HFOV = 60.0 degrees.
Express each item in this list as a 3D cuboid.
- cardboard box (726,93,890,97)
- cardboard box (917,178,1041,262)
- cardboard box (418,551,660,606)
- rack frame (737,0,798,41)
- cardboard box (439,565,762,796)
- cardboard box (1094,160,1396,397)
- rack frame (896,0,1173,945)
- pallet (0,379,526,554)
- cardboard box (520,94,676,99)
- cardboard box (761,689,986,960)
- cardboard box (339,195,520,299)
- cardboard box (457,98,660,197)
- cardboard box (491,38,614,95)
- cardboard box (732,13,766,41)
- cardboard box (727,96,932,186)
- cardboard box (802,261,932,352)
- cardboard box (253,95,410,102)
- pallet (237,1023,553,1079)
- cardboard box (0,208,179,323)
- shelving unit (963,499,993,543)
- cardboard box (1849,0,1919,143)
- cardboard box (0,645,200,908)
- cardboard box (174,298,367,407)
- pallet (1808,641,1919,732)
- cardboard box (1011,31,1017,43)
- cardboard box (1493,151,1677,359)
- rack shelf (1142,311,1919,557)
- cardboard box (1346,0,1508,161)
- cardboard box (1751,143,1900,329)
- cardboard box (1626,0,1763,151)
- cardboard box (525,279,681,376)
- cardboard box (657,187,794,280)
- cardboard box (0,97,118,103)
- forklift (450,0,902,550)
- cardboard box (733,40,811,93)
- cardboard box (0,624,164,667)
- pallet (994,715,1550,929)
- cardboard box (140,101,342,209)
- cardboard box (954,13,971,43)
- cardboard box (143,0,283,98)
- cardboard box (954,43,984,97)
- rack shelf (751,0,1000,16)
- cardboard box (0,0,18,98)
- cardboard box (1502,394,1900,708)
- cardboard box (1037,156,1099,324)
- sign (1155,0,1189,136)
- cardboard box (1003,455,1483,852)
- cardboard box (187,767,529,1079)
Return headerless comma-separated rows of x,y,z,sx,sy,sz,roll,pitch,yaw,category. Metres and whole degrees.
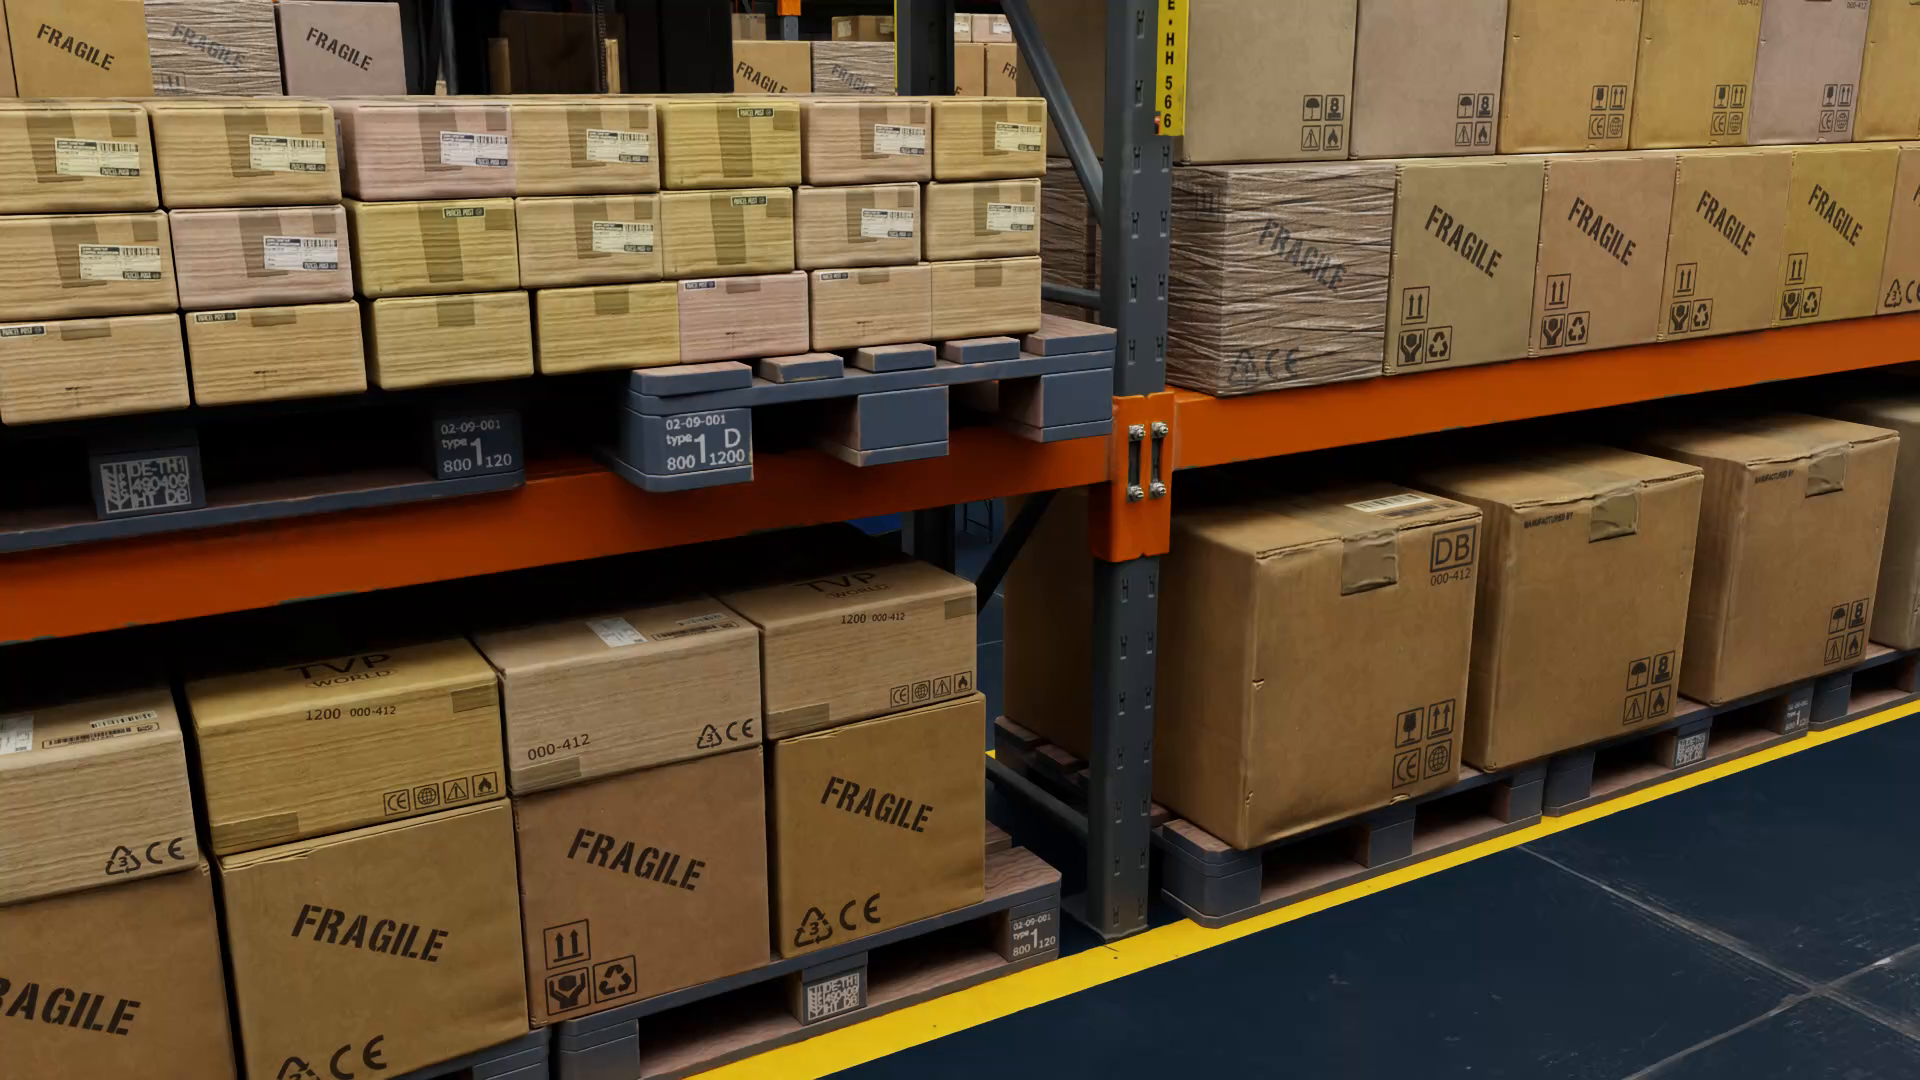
-0.354,-0.951,3.830,0.250,0.149,0.380,-9,18,-30,cardboard box
-0.044,-0.654,3.320,0.250,0.149,0.380,-9,18,-29,cardboard box
-1.005,0.148,3.790,0.500,0.250,0.500,-9,18,-30,cardboard box
-1.621,-3.438,14.118,0.127,3.000,1.000,-9,18,-30,rack frame
-0.733,0.266,3.369,0.500,0.250,0.500,-9,18,-29,cardboard box
0.669,-0.651,3.990,0.500,0.500,0.500,-9,18,-29,cardboard box
0.145,-0.603,4.004,0.127,3.000,1.000,-9,18,-30,rack frame
-1.530,-0.226,3.015,1.213,0.211,1.003,-9,18,-30,pallet
-0.792,-0.880,3.578,0.250,0.149,0.380,-9,18,-30,cardboard box
-0.284,0.550,3.743,0.500,0.500,0.500,-9,18,-30,cardboard box
-0.925,-0.510,2.809,0.250,0.149,0.380,-9,18,-30,cardboard box
-0.707,-0.688,2.892,0.250,0.149,0.380,-9,18,-28,cardboard box
-1.986,-2.137,7.961,0.500,0.500,0.500,-10,18,-31,cardboard box
-1.233,-2.733,8.886,0.250,0.149,0.380,-10,19,-32,cardboard box
-0.255,-0.762,3.157,0.250,0.149,0.380,-9,18,-30,cardboard box
-0.254,-0.475,3.236,0.250,0.149,0.380,-9,18,-30,cardboard box
-1.250,-0.806,3.312,0.250,0.149,0.380,-8,18,-27,cardboard box
-1.570,1.016,3.393,1.213,0.211,1.003,-9,18,-30,pallet
-1.369,-0.438,2.551,0.250,0.149,0.380,-10,18,-31,cardboard box
-0.007,-0.432,7.284,0.210,0.900,0.258,-9,18,-30,shelving unit
2.712,-1.546,5.331,0.500,0.500,0.700,-10,18,-31,cardboard box
-1.619,0.407,2.864,0.500,0.250,0.500,-8,18,-28,cardboard box
-1.143,-0.332,2.726,0.250,0.149,0.380,-9,18,-28,cardboard box
2.952,0.308,5.919,1.213,0.211,1.003,-9,18,-30,pallet
0.353,-3.013,9.884,0.250,0.149,0.380,-9,18,-30,cardboard box
1.536,-0.793,4.495,0.500,0.500,0.500,-9,18,-30,cardboard box
1.860,-0.535,5.093,4.000,0.370,1.077,-9,18,-30,rack shelf
0.968,-1.263,4.322,0.500,0.500,0.700,-10,18,-31,cardboard box
2.398,-0.932,4.994,0.500,0.500,0.500,-9,18,-29,cardboard box
1.845,-1.406,4.832,0.500,0.500,0.700,-9,18,-30,cardboard box
-0.690,-0.406,2.987,0.250,0.149,0.380,-9,18,-30,cardboard box
-0.496,-0.579,3.054,0.250,0.149,0.380,-9,18,-28,cardboard box
-1.692,-0.735,3.058,0.250,0.149,0.380,-10,18,-30,cardboard box
-1.547,-0.997,5.535,1.130,2.935,3.031,15,22,43,forklift
-1.091,-2.286,8.495,0.500,0.500,0.500,-9,18,-29,cardboard box
-1.882,0.286,3.296,0.500,0.250,0.500,-10,19,-32,cardboard box
0.860,0.647,4.709,1.213,0.211,1.003,-9,18,-30,pallet
-1.148,-0.617,2.640,0.250,0.149,0.380,-8,18,-27,cardboard box
-0.148,-2.738,8.902,0.250,0.149,0.380,-10,19,-32,cardboard box
-3.235,-2.058,7.158,0.500,0.500,0.500,-9,18,-29,cardboard box
-0.209,-2.427,8.997,0.500,0.500,0.500,-9,18,-28,cardboard box
0.093,-4.814,14.802,4.000,0.370,1.077,-9,18,-30,rack shelf
-4.101,-1.922,6.672,0.500,0.500,0.500,-10,18,-31,cardboard box
2.260,-0.038,5.377,0.750,0.750,1.050,-9,18,-30,cardboard box
0.393,-0.776,4.436,0.500,0.500,0.500,-9,18,-30,cardboard box
0.433,-0.998,3.415,0.005,0.325,0.100,-9,18,-30,sign
0.714,0.214,4.479,0.750,0.750,1.050,-9,18,-30,cardboard box
-1.176,0.699,3.213,0.500,0.500,0.500,-10,19,-32,cardboard box
